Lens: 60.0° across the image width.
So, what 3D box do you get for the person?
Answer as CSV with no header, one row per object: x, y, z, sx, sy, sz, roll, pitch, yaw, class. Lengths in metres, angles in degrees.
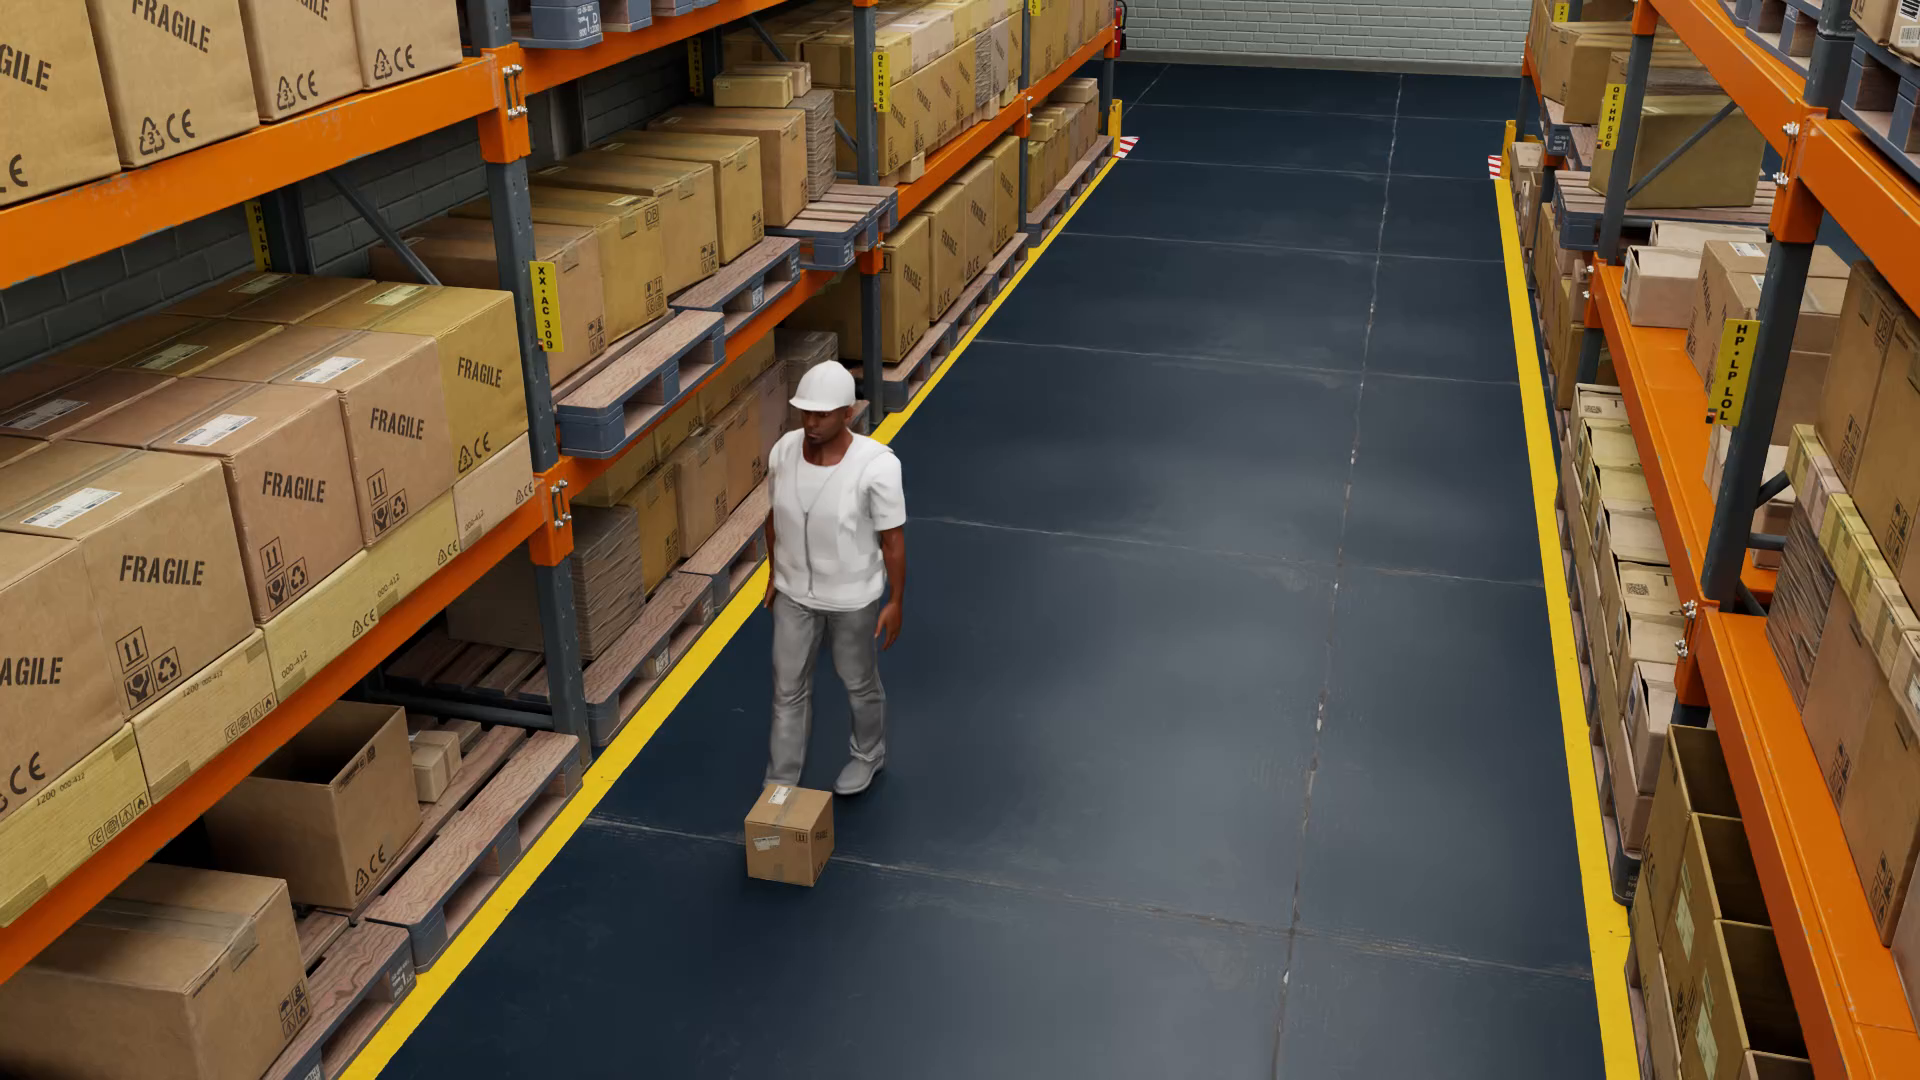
-0.525,0.231,6.088,0.590,1.756,0.741,10,27,20,person
